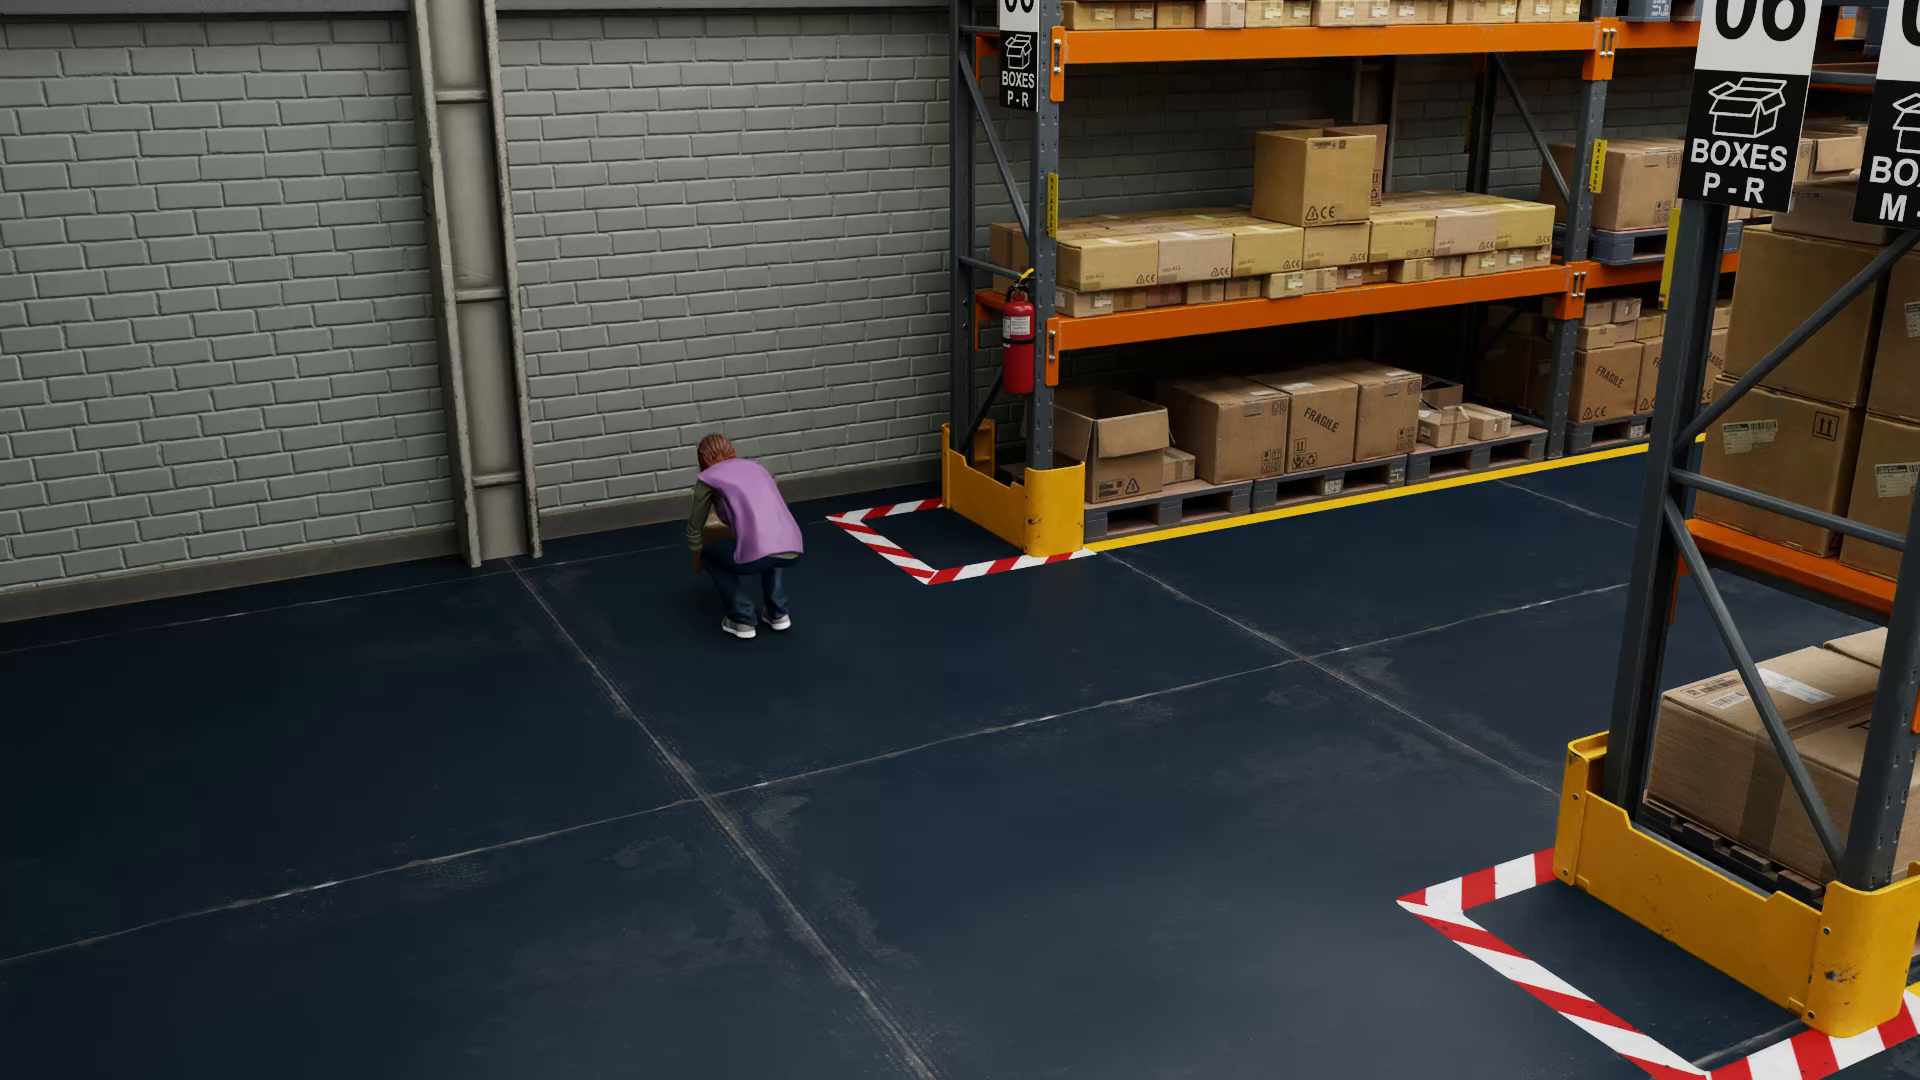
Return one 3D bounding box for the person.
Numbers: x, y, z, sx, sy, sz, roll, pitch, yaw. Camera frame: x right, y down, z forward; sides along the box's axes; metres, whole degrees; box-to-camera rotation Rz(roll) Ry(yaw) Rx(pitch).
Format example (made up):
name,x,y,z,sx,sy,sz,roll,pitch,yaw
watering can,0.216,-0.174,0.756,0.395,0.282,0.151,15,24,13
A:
name,x,y,z,sx,sy,sz,roll,pitch,yaw
person,-1.052,-0.007,8.222,0.458,0.885,0.791,-10,21,-27
